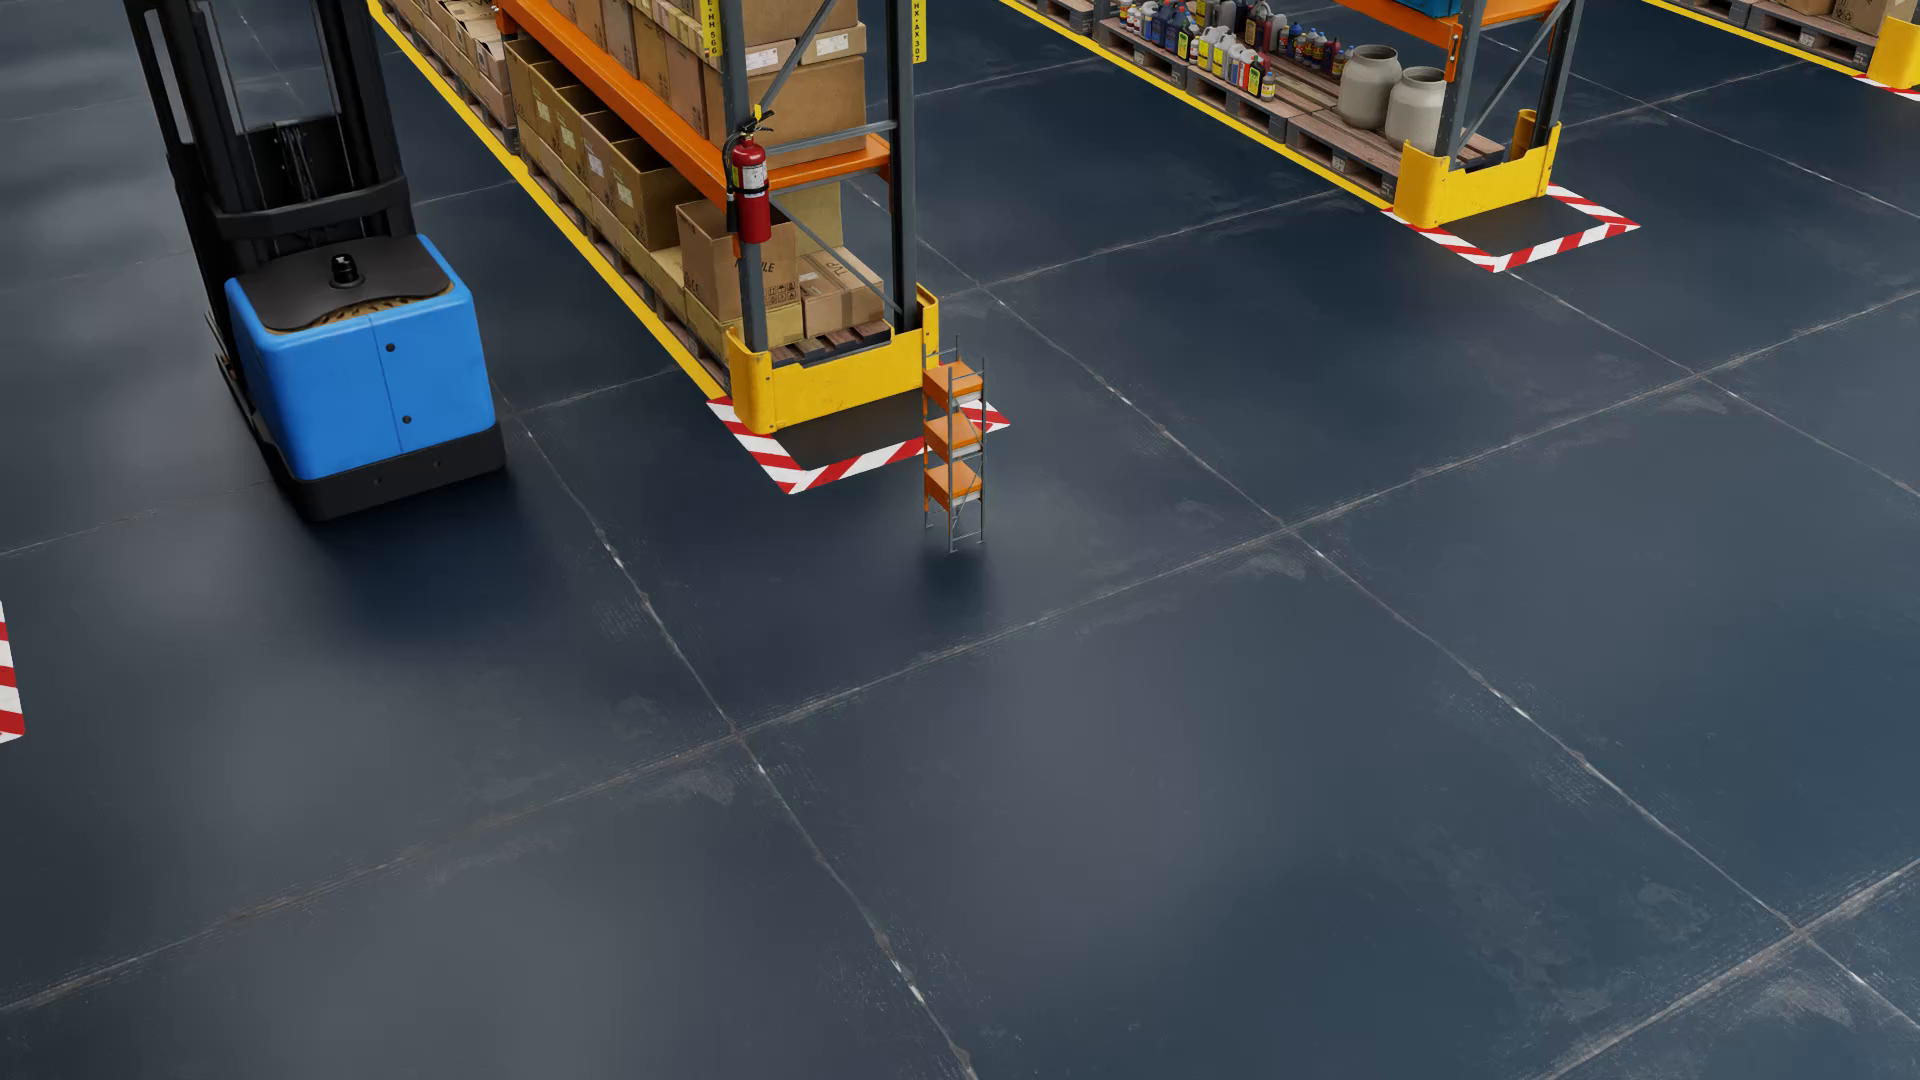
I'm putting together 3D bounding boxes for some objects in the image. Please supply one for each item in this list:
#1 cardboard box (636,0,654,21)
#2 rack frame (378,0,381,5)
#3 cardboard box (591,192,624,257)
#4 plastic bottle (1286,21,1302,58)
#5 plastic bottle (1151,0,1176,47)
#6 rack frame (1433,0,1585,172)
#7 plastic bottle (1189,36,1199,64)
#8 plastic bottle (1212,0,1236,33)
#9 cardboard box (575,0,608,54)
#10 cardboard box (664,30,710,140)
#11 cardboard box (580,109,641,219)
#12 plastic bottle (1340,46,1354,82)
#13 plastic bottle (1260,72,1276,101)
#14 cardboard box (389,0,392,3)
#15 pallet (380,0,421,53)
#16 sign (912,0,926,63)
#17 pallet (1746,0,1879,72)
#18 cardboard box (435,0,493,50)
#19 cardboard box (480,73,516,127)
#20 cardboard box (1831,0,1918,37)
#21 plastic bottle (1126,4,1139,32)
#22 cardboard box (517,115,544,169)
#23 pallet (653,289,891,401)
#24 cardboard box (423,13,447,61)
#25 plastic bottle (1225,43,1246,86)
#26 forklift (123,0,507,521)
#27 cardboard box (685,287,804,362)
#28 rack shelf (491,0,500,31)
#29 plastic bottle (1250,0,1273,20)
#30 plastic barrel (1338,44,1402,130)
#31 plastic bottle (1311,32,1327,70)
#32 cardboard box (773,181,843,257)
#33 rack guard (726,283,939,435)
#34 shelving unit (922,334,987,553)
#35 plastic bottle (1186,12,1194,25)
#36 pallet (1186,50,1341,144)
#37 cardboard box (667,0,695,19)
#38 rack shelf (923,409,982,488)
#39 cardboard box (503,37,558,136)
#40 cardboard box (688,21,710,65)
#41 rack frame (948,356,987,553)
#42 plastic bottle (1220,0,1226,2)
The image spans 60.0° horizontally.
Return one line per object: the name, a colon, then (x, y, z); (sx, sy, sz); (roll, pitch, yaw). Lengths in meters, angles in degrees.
cardboard box: (-1.575, -3.008, 9.191); (0.380, 0.149, 0.250); (-18, 40, -23)
rack frame: (-4.720, -6.121, 14.087); (1.000, 3.000, 0.127); (-19, 40, -24)
cardboard box: (-1.989, -2.048, 10.486); (0.500, 0.250, 0.500); (-19, 40, -24)
plastic bottle: (2.619, -3.929, 13.027); (0.097, 0.271, 0.097); (0, 36, 0)
plastic bottle: (1.621, -4.120, 13.221); (0.144, 0.351, 0.185); (-18, 40, -23)
rack frame: (3.584, -3.507, 10.509); (1.000, 3.000, 0.127); (-19, 40, -24)
plastic bottle: (1.838, -3.812, 12.926); (0.097, 0.201, 0.097); (0, 36, 0)
plastic bottle: (2.128, -4.227, 13.431); (0.152, 0.276, 0.135); (-19, 40, -24)
cardboard box: (-1.962, -3.373, 10.240); (0.700, 0.500, 0.500); (-18, 40, -23)
cardboard box: (-1.192, -2.590, 9.168); (0.700, 0.500, 0.500); (-18, 40, -23)
cardboard box: (-1.992, -2.350, 10.263); (0.500, 0.500, 0.500); (-19, 40, -24)
plastic bottle: (2.943, -3.600, 12.576); (0.097, 0.271, 0.097); (0, 36, 0)
plastic bottle: (2.283, -3.361, 12.309); (0.097, 0.201, 0.097); (0, 36, 0)
cardboard box: (-4.711, -4.826, 14.290); (0.500, 0.250, 0.500); (-19, 40, -24)
pallet: (-4.340, -4.564, 14.319); (1.003, 0.211, 1.213); (-19, 40, -24)
sign: (-0.218, -2.584, 8.444); (0.100, 0.325, 0.005); (-19, 40, -24)
pallet: (7.451, -4.312, 13.975); (1.003, 0.211, 1.213); (-19, 40, -24)
cardboard box: (-3.677, -4.007, 12.693); (0.500, 0.311, 0.500); (-19, 40, -24)
cardboard box: (-3.169, -3.266, 12.154); (0.500, 0.250, 0.500); (-19, 40, -24)
cardboard box: (7.567, -4.458, 13.574); (0.500, 0.500, 0.500); (-12, 38, -16)
plastic bottle: (1.407, -4.250, 13.526); (0.097, 0.201, 0.097); (0, 36, 0)
cardboard box: (-2.739, -2.814, 11.535); (0.500, 0.250, 0.500); (-19, 40, -24)
pallet: (-1.121, -1.293, 9.841); (1.003, 0.211, 1.213); (-19, 40, -24)
cardboard box: (-3.933, -4.045, 13.220); (0.500, 0.250, 0.500); (-18, 40, -23)
plastic bottle: (2.110, -3.599, 12.571); (0.152, 0.276, 0.135); (-20, 41, -25)
forklift: (-3.571, -2.116, 8.662); (1.130, 2.935, 3.031); (-20, 41, -25)
cardboard box: (-1.225, -1.286, 9.443); (0.500, 0.250, 0.500); (-19, 40, -24)
rack shelf: (-3.715, -4.811, 12.903); (1.077, 0.370, 4.000); (-19, 40, -24)
plastic bottle: (2.406, -4.149, 13.261); (0.144, 0.351, 0.185); (-19, 40, -24)
plastic barrel: (2.936, -3.241, 11.897); (0.421, 0.512, 0.421); (0, 36, 0)
plastic bottle: (2.771, -3.775, 12.815); (0.097, 0.271, 0.097); (0, 36, 0)
cardboard box: (-1.030, -1.997, 9.781); (0.500, 0.500, 0.500); (-19, 40, -24)
rack guard: (-0.688, -1.020, 9.222); (1.175, 0.500, 0.348); (-19, 40, -24)
shelving unit: (-0.027, -0.451, 7.978); (0.215, 1.050, 0.252); (-19, 40, -24)
plastic bottle: (1.799, -4.050, 13.192); (0.097, 0.271, 0.097); (0, 36, 0)
pallet: (2.493, -3.443, 12.785); (1.003, 0.211, 1.213); (-19, 40, -24)
cardboard box: (-1.219, -3.141, 8.823); (0.700, 0.500, 0.500); (-20, 41, -25)
rack shelf: (-0.027, -0.443, 7.984); (0.215, 0.259, 0.240); (-19, 40, -24)
cardboard box: (-2.748, -3.114, 11.310); (0.500, 0.500, 0.500); (-19, 40, -24)
cardboard box: (-1.190, -2.615, 8.652); (0.380, 0.149, 0.250); (-18, 40, -23)
rack frame: (0.034, -0.389, 7.893); (0.200, 1.050, 0.008); (-19, 40, -24)
plastic bottle: (2.147, -4.412, 13.620); (0.144, 0.351, 0.185); (-20, 41, -25)
